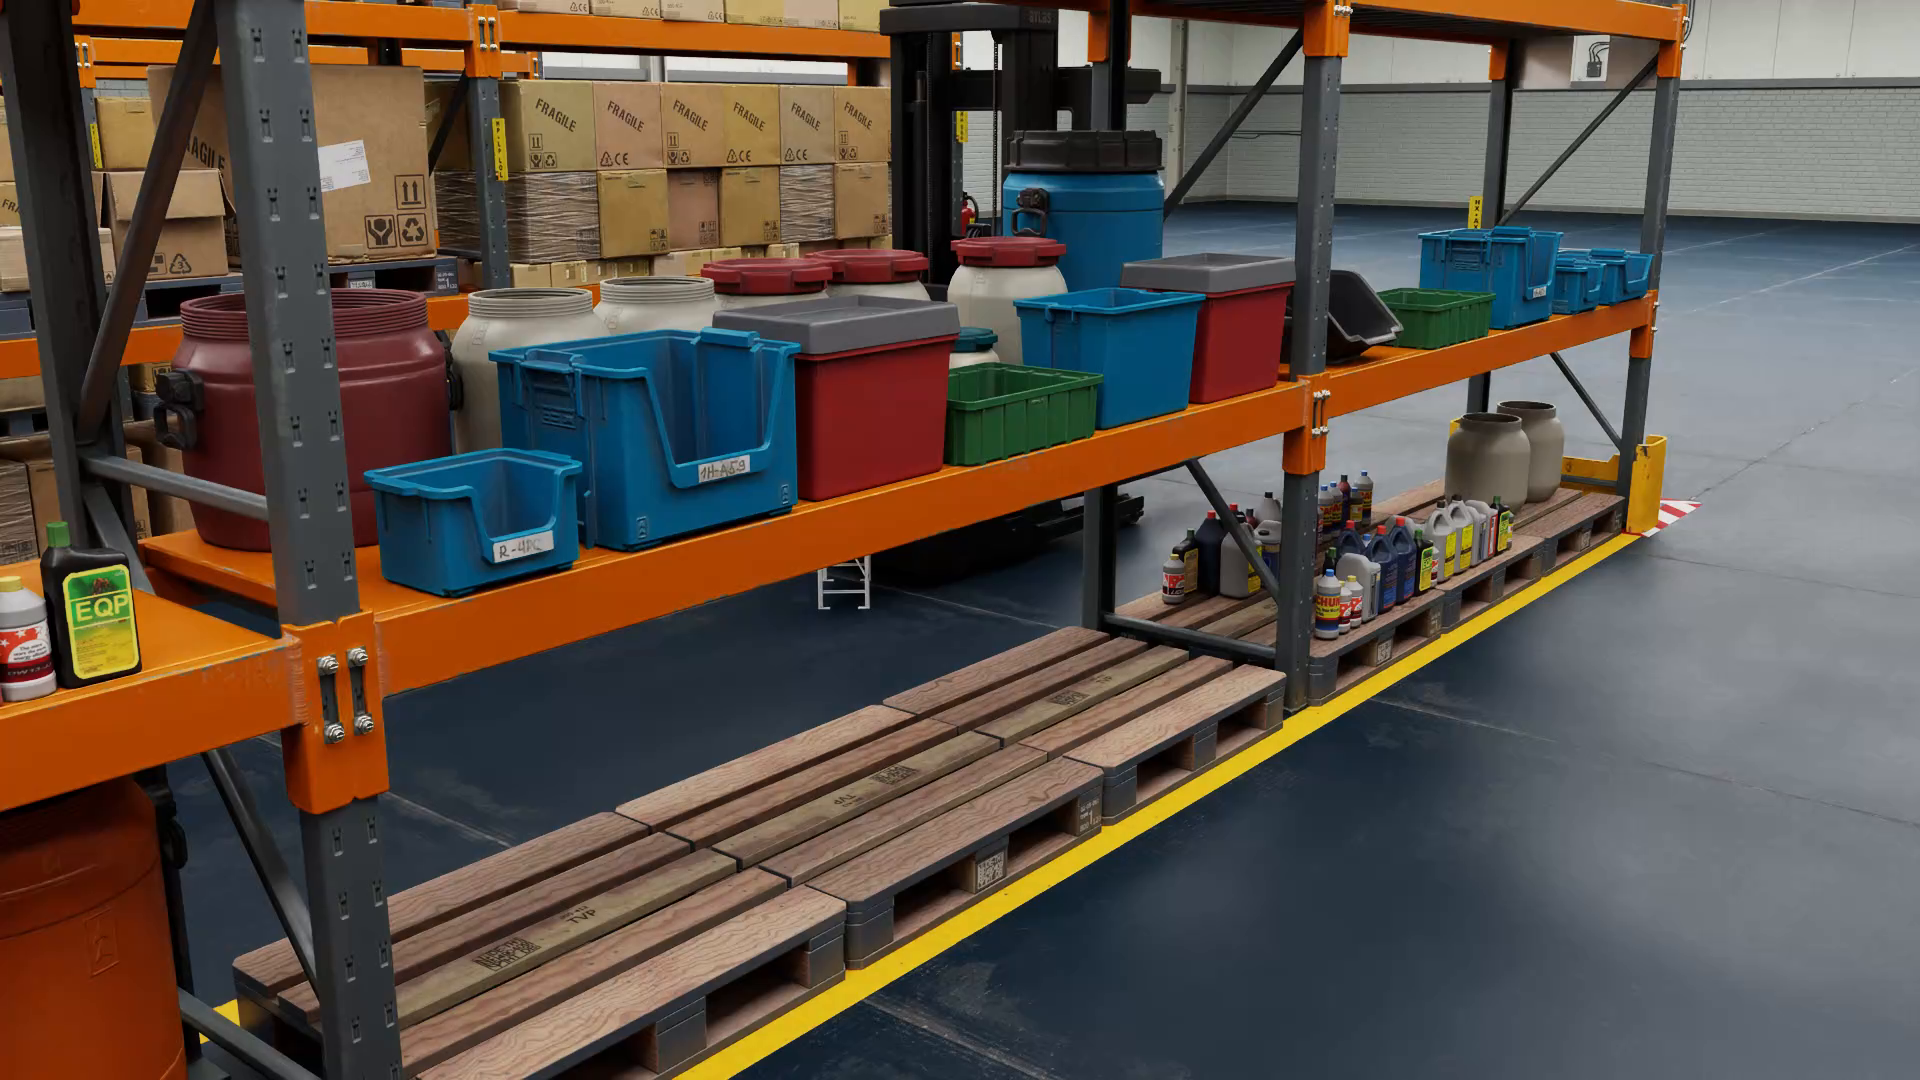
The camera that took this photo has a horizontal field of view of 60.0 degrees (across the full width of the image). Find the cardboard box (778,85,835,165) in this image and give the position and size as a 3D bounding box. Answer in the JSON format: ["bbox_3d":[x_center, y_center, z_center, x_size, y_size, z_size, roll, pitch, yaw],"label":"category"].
[{"bbox_3d":[-1.180,-2.737,10.968,0.500,0.500,0.500,11,18,38],"label":"cardboard box"}]

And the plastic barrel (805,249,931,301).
[{"bbox_3d":[-0.295,-0.639,5.271,0.433,0.535,0.433,0,14,0],"label":"plastic barrel"}]

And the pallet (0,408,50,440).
[{"bbox_3d":[-7.135,-0.905,12.259,1.003,0.211,1.213,11,18,38],"label":"pallet"}]

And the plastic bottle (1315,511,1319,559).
[{"bbox_3d":[1.631,-0.040,7.813,0.061,0.283,0.133,11,18,38],"label":"plastic bottle"}]

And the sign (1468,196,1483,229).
[{"bbox_3d":[3.027,-1.849,9.748,0.100,0.325,0.005,11,18,38],"label":"sign"}]

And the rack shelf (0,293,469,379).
[{"bbox_3d":[-4.171,-0.898,8.026,1.077,0.370,4.000,11,18,38],"label":"rack shelf"}]

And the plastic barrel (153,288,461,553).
[{"bbox_3d":[-1.520,-0.299,3.930,0.600,0.536,0.708,11,18,38],"label":"plastic barrel"}]

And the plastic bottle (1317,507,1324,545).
[{"bbox_3d":[1.730,-0.083,8.148,0.097,0.201,0.097,0,14,0],"label":"plastic bottle"}]

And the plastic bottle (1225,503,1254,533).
[{"bbox_3d":[1.239,0.003,7.506,0.144,0.351,0.185,10,17,35],"label":"plastic bottle"}]

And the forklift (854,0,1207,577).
[{"bbox_3d":[0.398,-1.541,9.235,1.130,2.935,3.031,11,18,38],"label":"forklift"}]

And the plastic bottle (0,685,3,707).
[{"bbox_3d":[-1.643,0.147,2.688,0.061,0.283,0.133,11,18,38],"label":"plastic bottle"}]

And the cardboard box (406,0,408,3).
[{"bbox_3d":[-4.780,-4.455,13.931,0.380,0.149,0.250,11,18,37],"label":"cardboard box"}]

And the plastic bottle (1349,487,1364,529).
[{"bbox_3d":[2.005,-0.167,8.479,0.097,0.201,0.097,0,14,0],"label":"plastic bottle"}]

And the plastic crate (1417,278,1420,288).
[{"bbox_3d":[2.640,-1.380,8.997,0.298,0.136,0.250,11,18,38],"label":"plastic crate"}]

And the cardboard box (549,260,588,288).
[{"bbox_3d":[-2.378,-1.548,9.635,0.380,0.149,0.250,11,18,38],"label":"cardboard box"}]

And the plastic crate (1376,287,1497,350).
[{"bbox_3d":[2.011,-0.977,7.306,0.450,0.188,0.662,11,18,38],"label":"plastic crate"}]

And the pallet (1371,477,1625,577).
[{"bbox_3d":[2.926,-0.101,9.092,1.003,0.211,1.213,11,18,38],"label":"pallet"}]

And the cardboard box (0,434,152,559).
[{"bbox_3d":[-4.333,-0.214,8.058,0.700,0.500,0.500,13,19,42],"label":"cardboard box"}]

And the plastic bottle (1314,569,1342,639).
[{"bbox_3d":[1.479,0.253,6.683,0.097,0.271,0.097,0,14,0],"label":"plastic bottle"}]

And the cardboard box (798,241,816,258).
[{"bbox_3d":[-1.192,-1.945,11.199,0.380,0.149,0.250,11,18,38],"label":"cardboard box"}]

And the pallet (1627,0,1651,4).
[{"bbox_3d":[2.856,-2.848,8.533,1.003,0.211,1.213,11,18,38],"label":"pallet"}]

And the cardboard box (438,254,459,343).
[{"bbox_3d":[-4.569,-2.216,15.217,0.875,0.875,0.875,11,18,38],"label":"cardboard box"}]

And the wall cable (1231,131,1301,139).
[{"bbox_3d":[8.625,-12.210,45.217,3.097,2.526,0.112,11,18,38],"label":"wall cable"}]

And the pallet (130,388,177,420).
[{"bbox_3d":[-6.170,-1.198,13.412,1.003,0.211,1.213,11,18,38],"label":"pallet"}]

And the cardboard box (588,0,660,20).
[{"bbox_3d":[-2.104,-3.159,9.679,0.500,0.250,0.500,11,18,37],"label":"cardboard box"}]

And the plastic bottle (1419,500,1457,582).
[{"bbox_3d":[2.154,0.000,7.519,0.144,0.351,0.185,11,18,37],"label":"plastic bottle"}]

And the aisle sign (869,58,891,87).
[{"bbox_3d":[-0.595,-3.714,12.370,0.394,0.787,0.004,11,18,38],"label":"aisle sign"}]

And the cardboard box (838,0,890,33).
[{"bbox_3d":[-0.817,-3.549,11.213,0.500,0.250,0.500,11,18,38],"label":"cardboard box"}]

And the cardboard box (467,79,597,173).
[{"bbox_3d":[-2.434,-2.354,9.458,0.500,0.500,0.500,11,18,38],"label":"cardboard box"}]

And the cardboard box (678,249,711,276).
[{"bbox_3d":[-1.779,-1.746,10.412,0.380,0.149,0.250,11,18,38],"label":"cardboard box"}]

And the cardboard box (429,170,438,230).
[{"bbox_3d":[-4.721,-3.068,14.805,0.875,0.550,0.550,11,18,38],"label":"cardboard box"}]

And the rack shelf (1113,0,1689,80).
[{"bbox_3d":[2.195,-2.351,7.655,1.077,0.370,4.000,11,18,38],"label":"rack shelf"}]

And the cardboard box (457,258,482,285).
[{"bbox_3d":[-3.008,-1.594,9.817,0.380,0.149,0.250,11,18,38],"label":"cardboard box"}]

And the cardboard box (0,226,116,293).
[{"bbox_3d":[-4.196,-1.280,7.520,0.500,0.250,0.500,11,18,36],"label":"cardboard box"}]

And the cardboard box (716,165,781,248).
[{"bbox_3d":[-1.659,-2.190,10.843,0.875,0.500,0.500,11,18,38],"label":"cardboard box"}]

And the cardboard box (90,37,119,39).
[{"bbox_3d":[-8.860,-5.118,16.788,0.500,0.250,0.500,12,18,39],"label":"cardboard box"}]

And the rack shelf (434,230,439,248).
[{"bbox_3d":[-5.452,-2.451,14.139,1.077,0.370,4.000,11,18,38],"label":"rack shelf"}]

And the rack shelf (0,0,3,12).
[{"bbox_3d":[-2.833,-0.819,1.624,1.077,0.370,4.000,11,18,38],"label":"rack shelf"}]

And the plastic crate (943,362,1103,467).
[{"bbox_3d":[0.063,-0.383,4.969,0.450,0.188,0.662,11,18,38],"label":"plastic crate"}]

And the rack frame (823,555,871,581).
[{"bbox_3d":[-0.566,-0.377,8.171,0.240,1.200,0.015,-1,14,-2],"label":"rack frame"}]

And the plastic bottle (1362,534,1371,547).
[{"bbox_3d":[1.766,0.109,7.248,0.097,0.271,0.097,0,14,0],"label":"plastic bottle"}]

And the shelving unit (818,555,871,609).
[{"bbox_3d":[-0.556,-0.317,7.935,0.258,1.200,0.503,-1,14,-2],"label":"shelving unit"}]

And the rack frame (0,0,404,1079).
[{"bbox_3d":[-1.576,-0.097,3.413,1.000,3.000,0.127,11,18,38],"label":"rack frame"}]

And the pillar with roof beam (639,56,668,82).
[{"bbox_3d":[-2.219,-9.242,27.228,9.100,9.000,0.400,11,18,38],"label":"pillar with roof beam"}]

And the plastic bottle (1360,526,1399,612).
[{"bbox_3d":[1.768,0.117,7.056,0.144,0.351,0.185,12,18,39],"label":"plastic bottle"}]

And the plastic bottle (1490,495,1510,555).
[{"bbox_3d":[2.580,-0.081,7.973,0.061,0.283,0.133,12,18,39],"label":"plastic bottle"}]
